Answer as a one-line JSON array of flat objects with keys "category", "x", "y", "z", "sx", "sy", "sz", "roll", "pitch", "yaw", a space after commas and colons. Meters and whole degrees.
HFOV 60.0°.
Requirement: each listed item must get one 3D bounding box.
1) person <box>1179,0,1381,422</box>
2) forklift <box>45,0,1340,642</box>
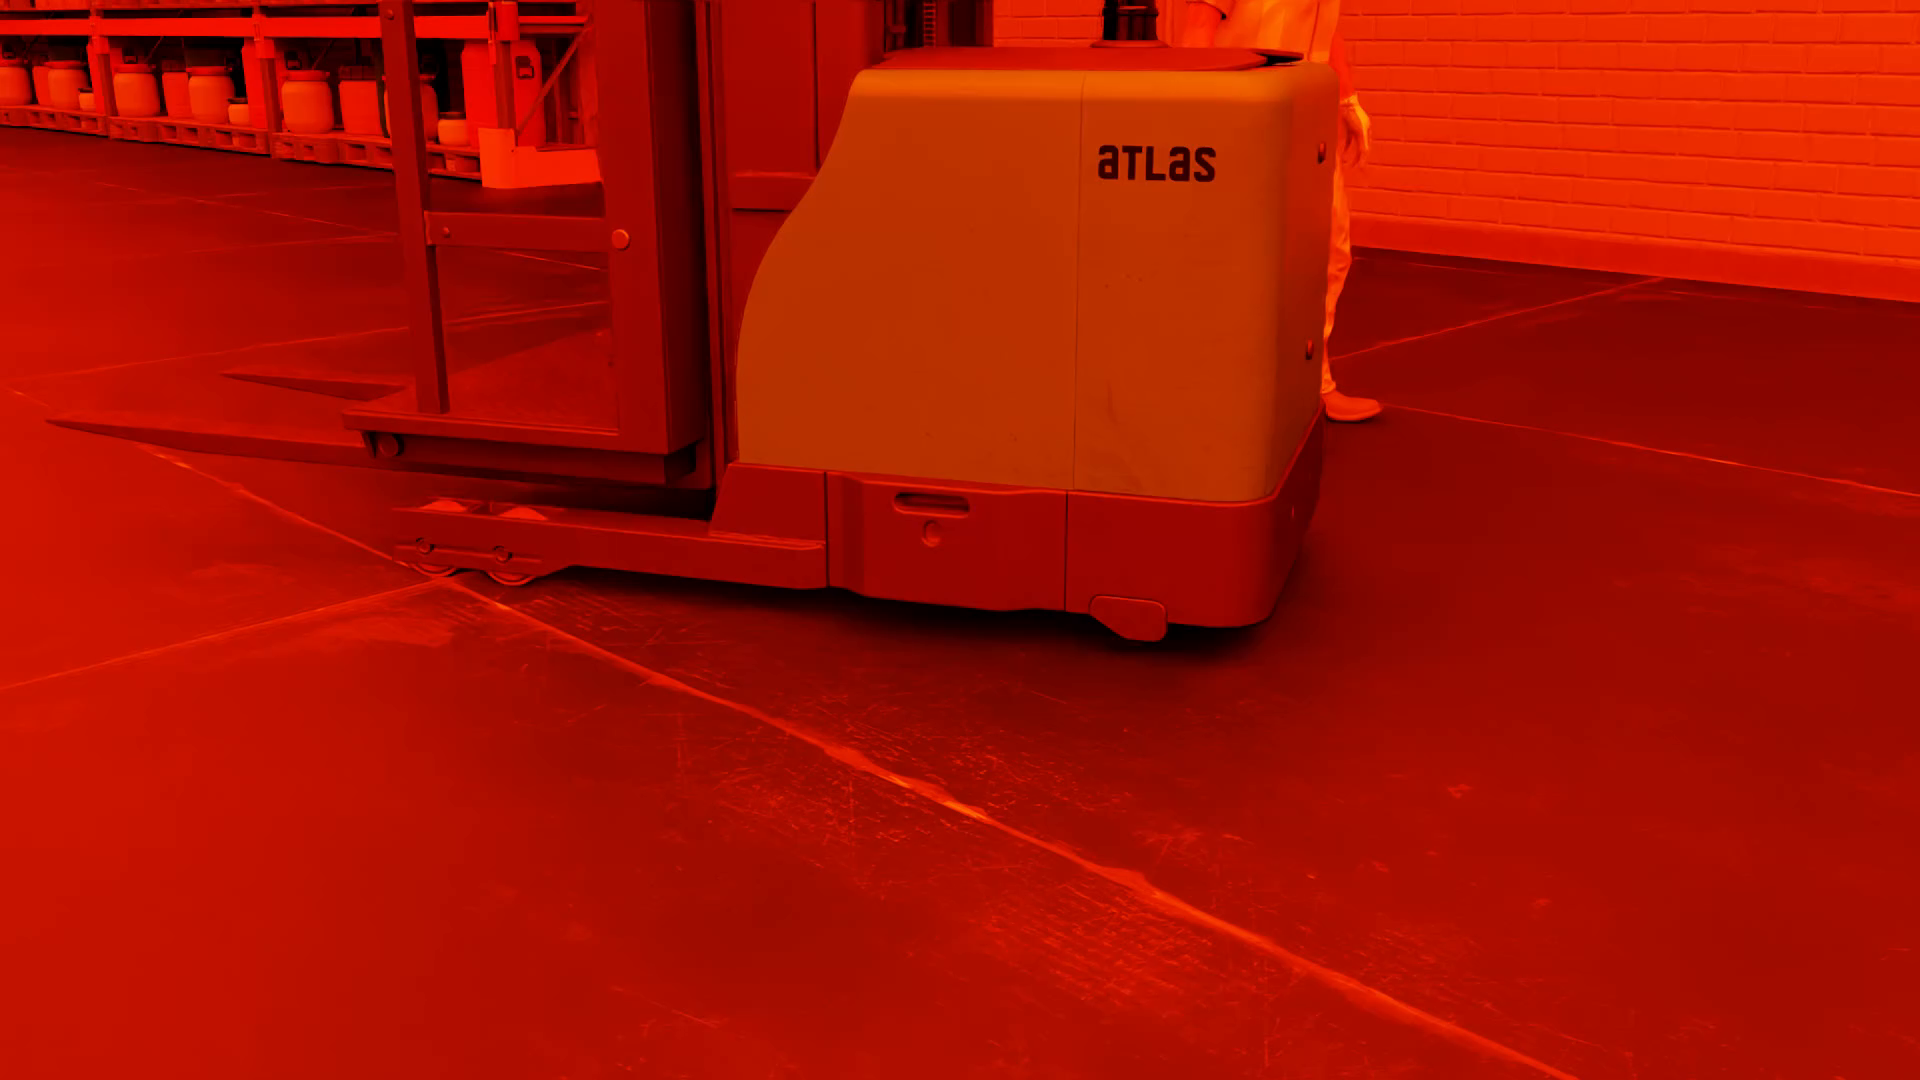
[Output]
[{"category": "person", "x": 0.905, "y": -1.149, "z": 4.649, "sx": 0.423, "sy": 1.753, "sz": 0.819, "roll": 15, "pitch": 23, "yaw": 40}, {"category": "forklift", "x": -0.719, "y": -1.443, "z": 3.599, "sx": 3.031, "sy": 2.935, "sz": 1.130, "roll": 5, "pitch": 18, "yaw": 17}]
